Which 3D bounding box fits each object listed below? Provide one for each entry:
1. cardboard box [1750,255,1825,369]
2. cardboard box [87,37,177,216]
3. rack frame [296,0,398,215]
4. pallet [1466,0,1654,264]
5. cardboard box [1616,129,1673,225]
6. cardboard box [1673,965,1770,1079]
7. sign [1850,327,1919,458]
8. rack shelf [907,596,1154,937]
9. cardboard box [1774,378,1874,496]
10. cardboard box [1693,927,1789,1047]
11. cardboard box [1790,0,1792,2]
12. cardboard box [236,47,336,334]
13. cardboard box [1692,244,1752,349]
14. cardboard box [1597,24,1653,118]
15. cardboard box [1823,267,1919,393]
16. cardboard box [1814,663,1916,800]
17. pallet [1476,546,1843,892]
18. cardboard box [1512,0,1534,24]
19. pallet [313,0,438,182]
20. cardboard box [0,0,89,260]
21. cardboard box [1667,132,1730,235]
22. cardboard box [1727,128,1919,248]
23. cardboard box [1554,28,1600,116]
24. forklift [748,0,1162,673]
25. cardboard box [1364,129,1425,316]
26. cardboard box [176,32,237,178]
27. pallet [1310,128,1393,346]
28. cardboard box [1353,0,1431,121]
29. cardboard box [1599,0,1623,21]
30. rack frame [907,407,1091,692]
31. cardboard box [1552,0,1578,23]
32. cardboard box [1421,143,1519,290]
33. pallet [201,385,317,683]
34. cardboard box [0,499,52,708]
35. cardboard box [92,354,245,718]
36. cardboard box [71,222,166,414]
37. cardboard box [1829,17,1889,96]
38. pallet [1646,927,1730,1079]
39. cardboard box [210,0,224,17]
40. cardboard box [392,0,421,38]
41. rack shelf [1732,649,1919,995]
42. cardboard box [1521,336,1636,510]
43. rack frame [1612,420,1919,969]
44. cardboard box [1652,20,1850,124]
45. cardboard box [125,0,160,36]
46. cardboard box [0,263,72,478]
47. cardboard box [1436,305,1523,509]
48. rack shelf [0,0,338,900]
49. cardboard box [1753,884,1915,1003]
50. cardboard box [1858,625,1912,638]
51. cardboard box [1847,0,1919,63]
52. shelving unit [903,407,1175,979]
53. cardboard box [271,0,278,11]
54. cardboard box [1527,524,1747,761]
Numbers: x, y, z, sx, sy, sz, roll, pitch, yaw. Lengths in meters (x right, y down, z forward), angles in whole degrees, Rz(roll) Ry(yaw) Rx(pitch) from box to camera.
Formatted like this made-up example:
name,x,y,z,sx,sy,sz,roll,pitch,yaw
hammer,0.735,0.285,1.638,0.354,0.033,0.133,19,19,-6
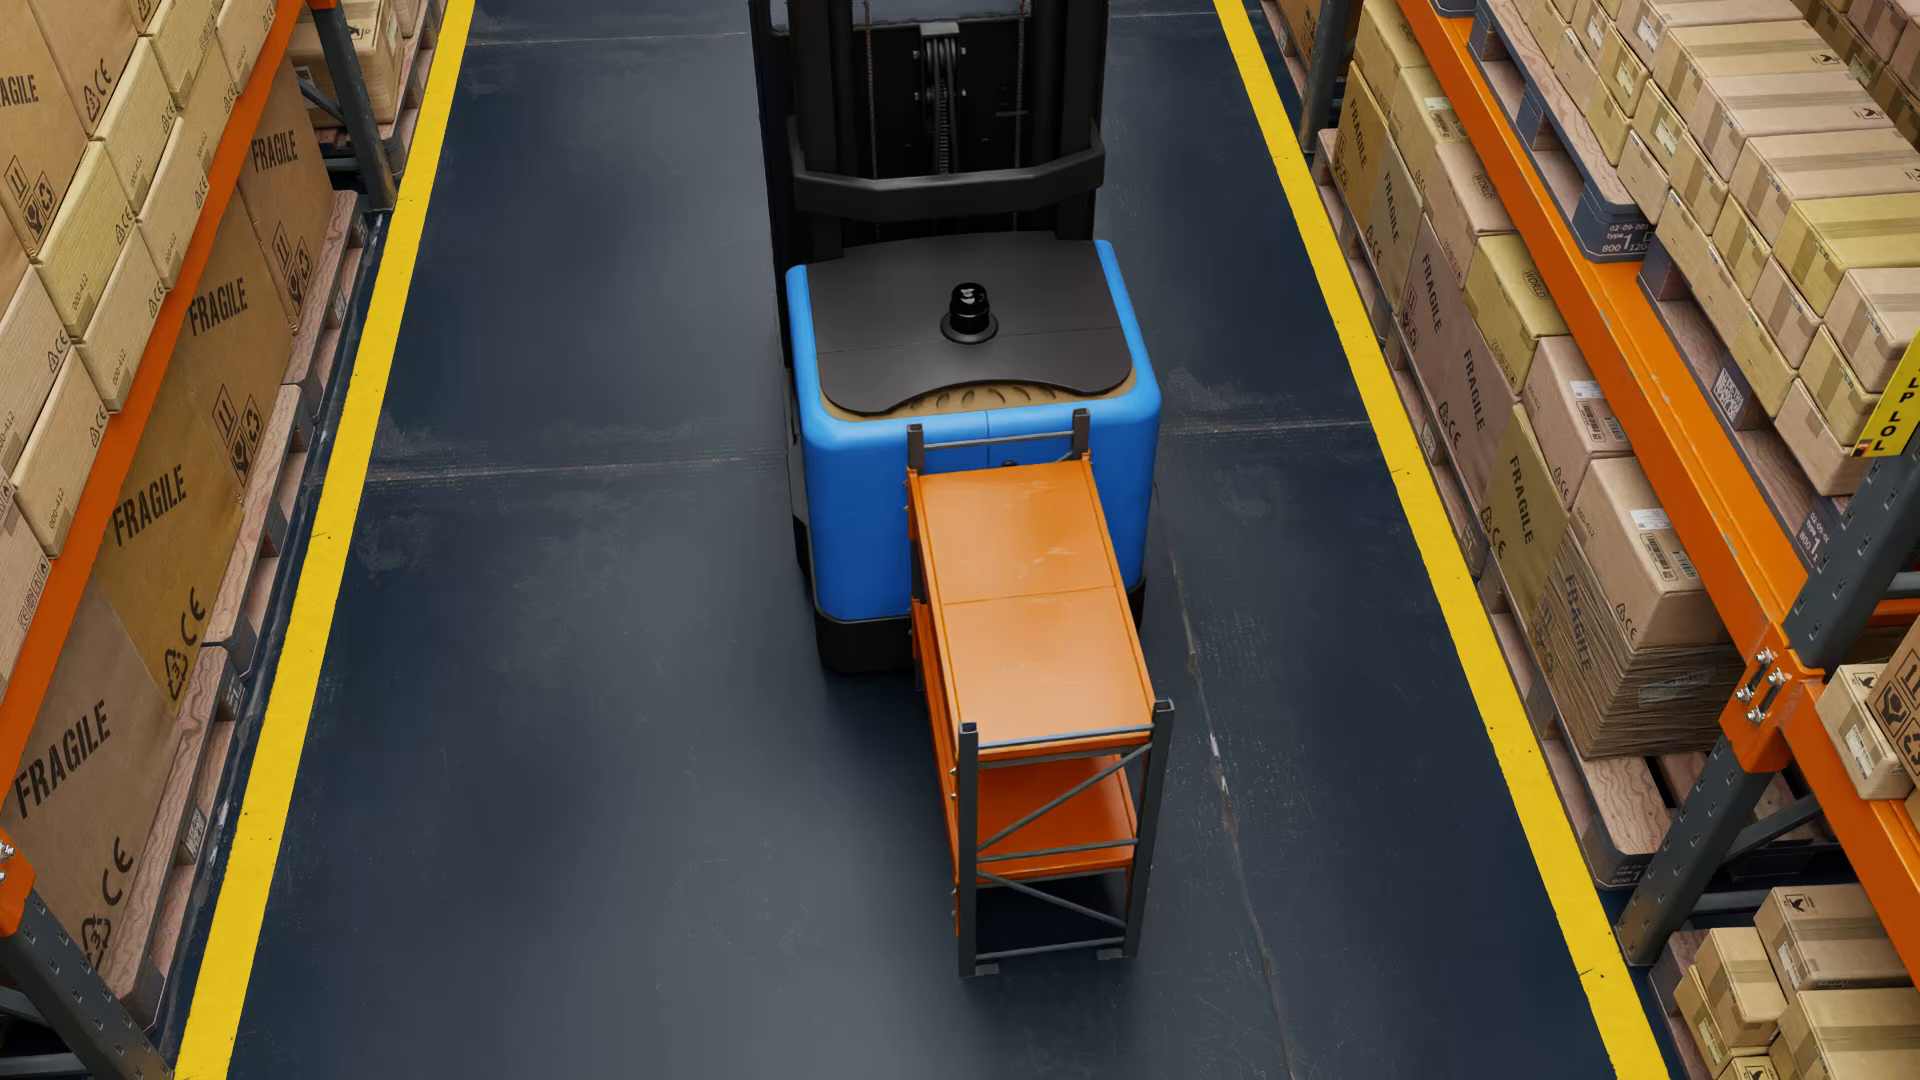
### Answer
name,x,y,z,sx,sy,sz,roll,pitch,yaw
cardboard box,2.097,-0.543,3.877,0.380,0.149,0.250,-3,47,-3
cardboard box,-2.462,-1.106,4.490,0.500,0.250,0.500,-5,47,-4
rack frame,-2.909,-2.436,5.991,1.000,3.000,0.127,-3,47,-3
pallet,2.222,-1.314,5.061,1.003,0.211,1.213,-3,47,-3
cardboard box,2.029,-1.000,4.515,0.380,0.149,0.250,-5,47,-5
cardboard box,2.061,1.203,4.219,0.380,0.149,0.250,-5,47,-5
sign,1.797,-0.278,3.150,0.100,0.325,0.005,-3,47,-3
rack shelf,0.176,0.594,4.749,0.538,0.278,1.000,-6,47,-5
cardboard box,2.120,-0.249,3.804,0.380,0.149,0.250,-4,47,-4
cardboard box,2.062,1.099,4.112,0.380,0.149,0.250,-2,47,-1
cardboard box,2.621,-1.707,4.980,0.380,0.149,0.250,-2,47,-2
cardboard box,-2.934,-1.345,6.132,0.875,0.875,0.875,-4,47,-4
cardboard box,2.078,-0.618,4.153,0.380,0.149,0.250,-4,47,-3
cardboard box,2.006,-1.306,4.600,0.380,0.149,0.250,-3,47,-3
cardboard box,2.122,-0.457,3.591,0.380,0.149,0.250,-2,47,-1
cardboard box,2.048,0.395,3.483,0.380,0.149,0.250,-2,47,-2
pallet,2.284,0.480,5.150,1.003,0.211,1.213,-3,47,-3
cardboard box,1.946,-1.755,5.230,0.380,0.149,0.250,-2,47,-2
pallet,-2.973,-2.043,7.539,1.003,0.211,1.213,-3,47,-3
cardboard box,-2.434,-0.985,3.860,0.500,0.500,0.500,-5,47,-4
cardboard box,2.052,-0.920,4.234,0.380,0.149,0.250,-5,47,-5
cardboard box,2.079,-0.839,3.952,0.380,0.149,0.250,-5,47,-5
cardboard box,1.985,-1.385,4.879,0.380,0.149,0.250,-5,47,-5
forklift,-0.127,-1.670,5.313,1.130,2.935,3.031,-6,47,-5
cardboard box,1.866,-1.204,6.257,0.500,0.500,0.500,-3,47,-3
cardboard box,-2.523,-1.300,5.019,0.500,0.250,0.500,-4,47,-4
pallet,2.079,-1.286,6.822,1.003,0.211,1.213,-3,47,-3
cardboard box,1.832,-1.839,6.342,0.500,0.250,0.500,-5,47,-5
cardboard box,1.990,-1.595,4.669,0.380,0.149,0.250,-4,47,-4
rack frame,0.106,0.060,4.918,0.500,1.125,0.032,-6,47,-5
cardboard box,1.965,-1.677,4.951,0.380,0.149,0.250,-4,47,-4
cardboard box,1.903,-1.113,5.654,0.500,0.250,0.500,-3,47,-3
pallet,-2.819,-0.022,5.625,1.003,0.211,1.213,-3,47,-3
cardboard box,-2.348,0.175,3.621,0.500,0.250,0.500,-4,47,-4
cardboard box,-2.789,-0.053,4.908,0.875,0.875,0.875,-2,47,-2
cardboard box,-2.420,-0.571,4.328,0.500,0.250,0.500,-4,47,-4
cardboard box,2.661,-1.338,4.630,0.380,0.149,0.250,-4,47,-4
pallet,2.442,1.527,4.159,1.003,0.211,1.213,-3,47,-3
cardboard box,-2.569,-1.851,5.196,0.500,0.250,0.500,-5,47,-4
cardboard box,-3.016,-2.620,7.686,0.950,0.372,0.625,-4,47,-4
rack shelf,2.518,1.778,2.495,1.077,0.370,4.000,-3,47,-3
cardboard box,2.006,-0.355,4.936,0.500,0.250,0.500,-1,47,-1
rack frame,2.350,0.084,3.604,1.000,3.000,0.127,-3,47,-3
cardboard box,2.040,-1.207,4.301,0.380,0.149,0.250,-5,47,-5
cardboard box,-2.519,-1.726,4.561,0.500,0.500,0.500,-3,47,-3
cardboard box,-2.402,-0.373,3.797,0.500,0.250,0.500,-3,47,-3
cardboard box,1.956,-0.464,5.555,0.500,0.500,0.500,-4,47,-4
rack shelf,-2.741,-0.742,4.882,1.077,0.370,4.000,-3,47,-3
cardboard box,2.173,0.977,4.023,0.380,0.149,0.250,-2,47,-2
cardboard box,2.552,-0.009,4.609,0.500,0.250,0.500,-5,47,-5
cardboard box,2.666,-1.427,4.509,0.380,0.149,0.250,-2,47,-2
shelving unit,0.176,0.426,4.572,0.538,1.125,1.048,-6,47,-5
cardboard box,-2.608,-2.034,5.714,0.500,0.250,0.500,-5,47,-5
cardboard box,2.037,0.279,4.852,0.500,0.500,0.500,-4,47,-4
